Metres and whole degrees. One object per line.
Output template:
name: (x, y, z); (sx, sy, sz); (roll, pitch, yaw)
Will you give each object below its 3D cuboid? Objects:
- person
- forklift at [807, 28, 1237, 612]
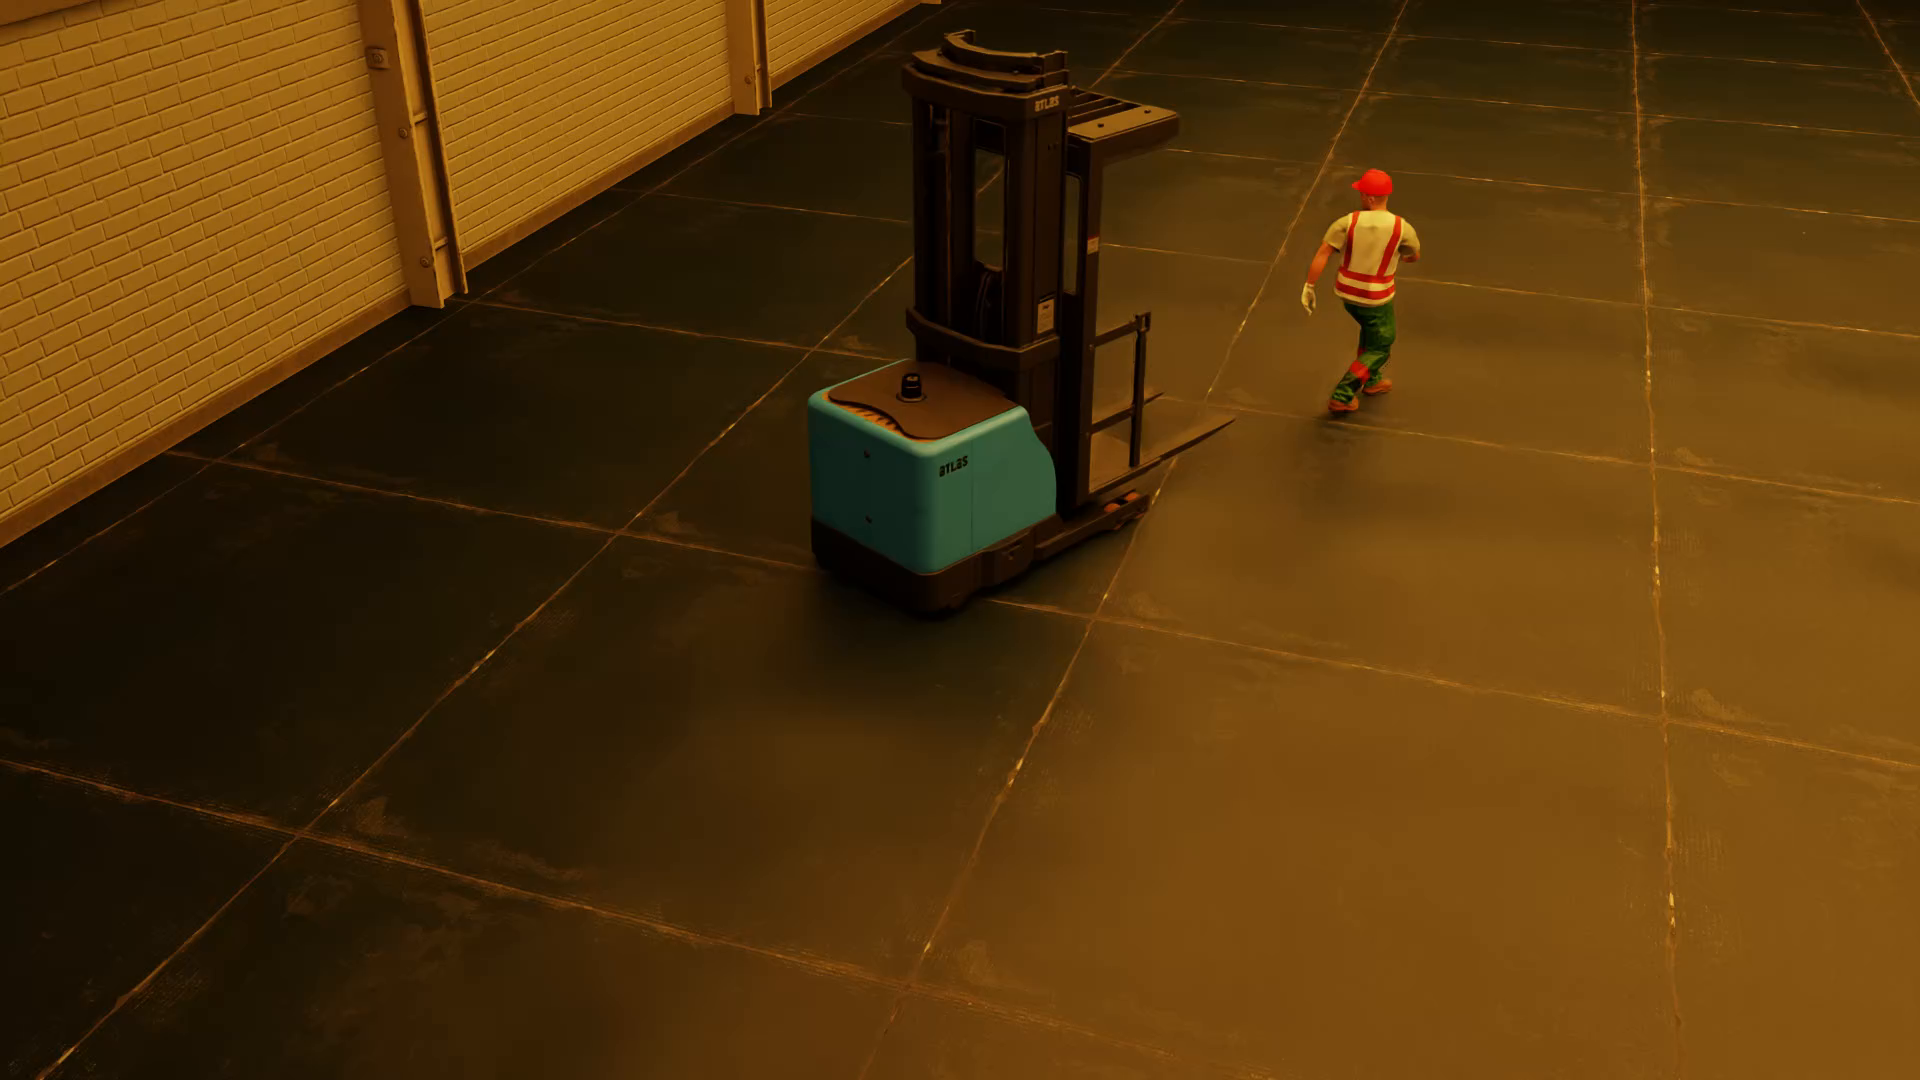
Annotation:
person: (2.785, -1.706, 11.410); (0.569, 1.698, 0.932); (22, 36, 33)
forklift: (0.531, -1.497, 9.763); (3.031, 2.935, 1.130); (-26, 39, -37)
